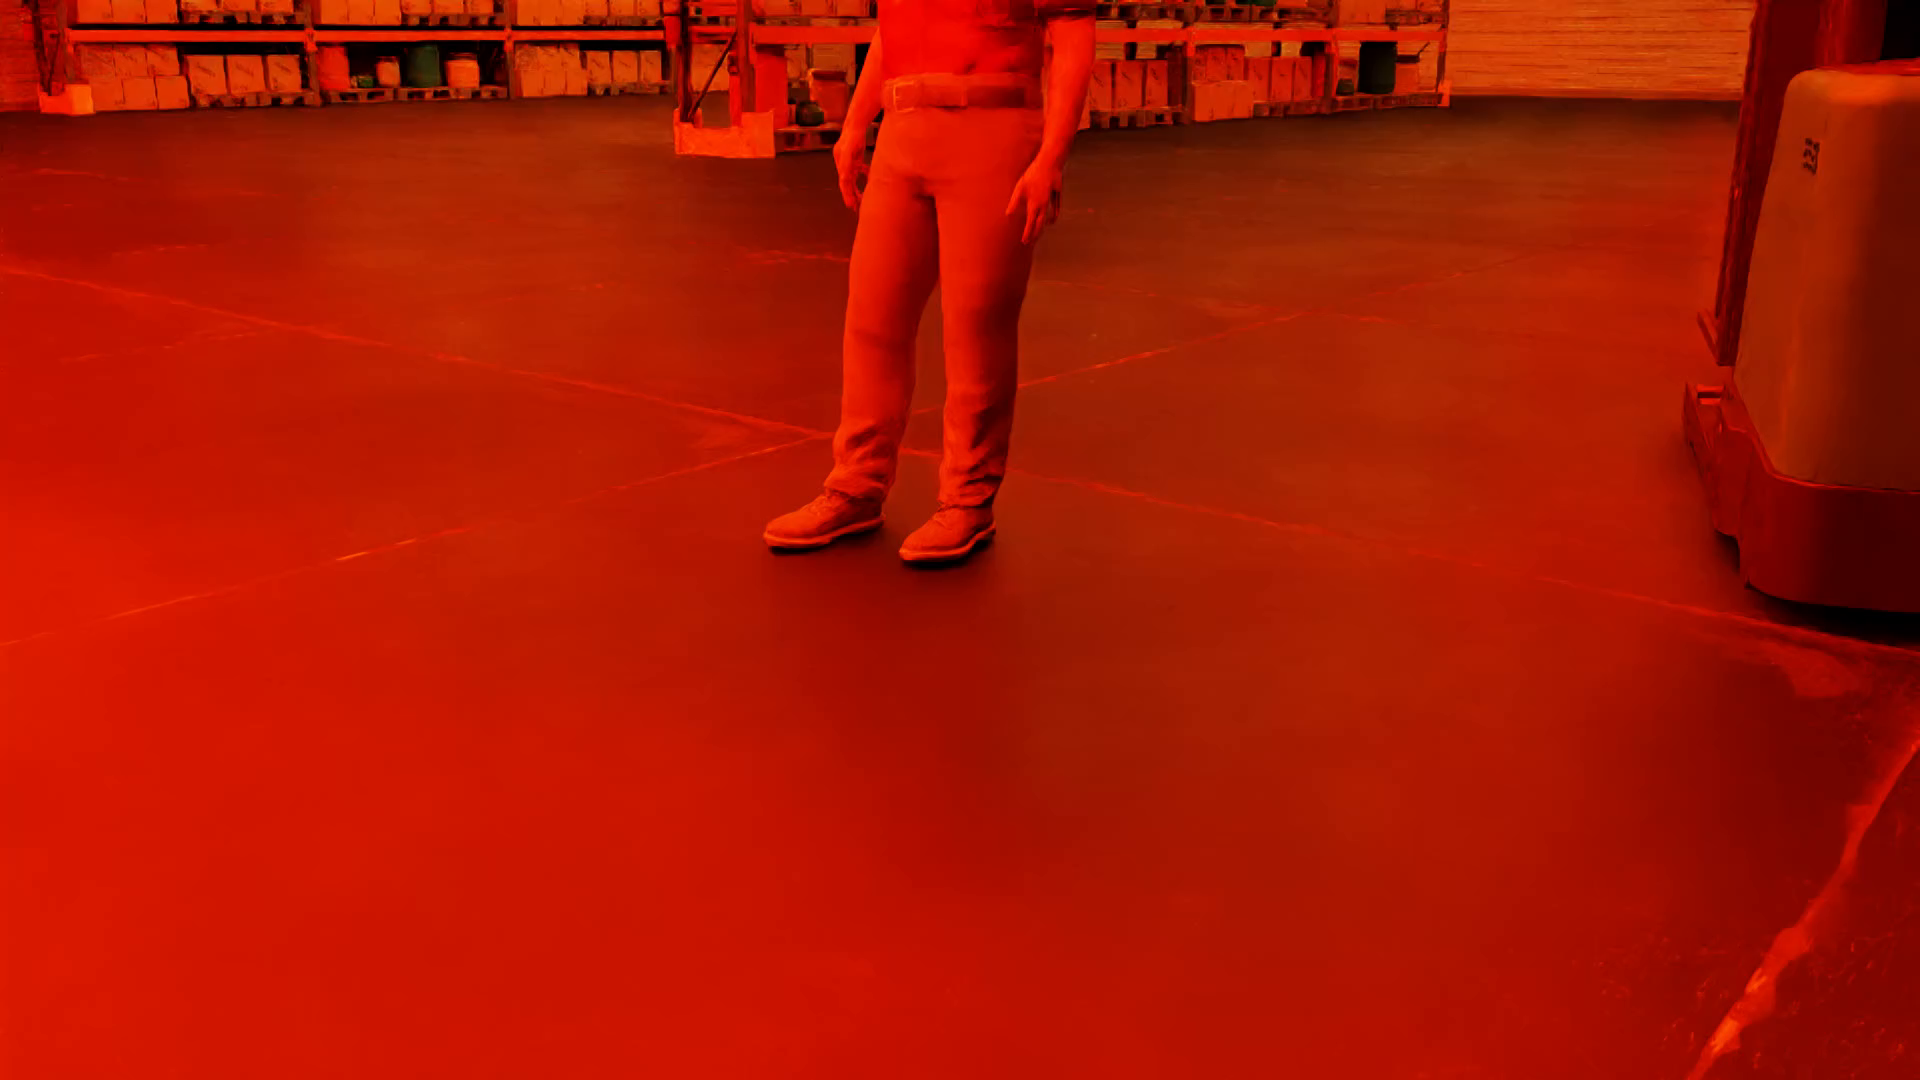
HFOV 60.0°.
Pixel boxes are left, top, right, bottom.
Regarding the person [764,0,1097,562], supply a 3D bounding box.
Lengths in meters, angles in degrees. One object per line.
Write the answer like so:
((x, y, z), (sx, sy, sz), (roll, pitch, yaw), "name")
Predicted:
((-0.066, -0.816, 3.630), (0.640, 1.727, 0.550), (13, 21, 37), "person")

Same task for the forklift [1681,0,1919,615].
((2.584, -1.581, 4.102), (1.130, 2.935, 3.031), (6, 18, 19), "forklift")
